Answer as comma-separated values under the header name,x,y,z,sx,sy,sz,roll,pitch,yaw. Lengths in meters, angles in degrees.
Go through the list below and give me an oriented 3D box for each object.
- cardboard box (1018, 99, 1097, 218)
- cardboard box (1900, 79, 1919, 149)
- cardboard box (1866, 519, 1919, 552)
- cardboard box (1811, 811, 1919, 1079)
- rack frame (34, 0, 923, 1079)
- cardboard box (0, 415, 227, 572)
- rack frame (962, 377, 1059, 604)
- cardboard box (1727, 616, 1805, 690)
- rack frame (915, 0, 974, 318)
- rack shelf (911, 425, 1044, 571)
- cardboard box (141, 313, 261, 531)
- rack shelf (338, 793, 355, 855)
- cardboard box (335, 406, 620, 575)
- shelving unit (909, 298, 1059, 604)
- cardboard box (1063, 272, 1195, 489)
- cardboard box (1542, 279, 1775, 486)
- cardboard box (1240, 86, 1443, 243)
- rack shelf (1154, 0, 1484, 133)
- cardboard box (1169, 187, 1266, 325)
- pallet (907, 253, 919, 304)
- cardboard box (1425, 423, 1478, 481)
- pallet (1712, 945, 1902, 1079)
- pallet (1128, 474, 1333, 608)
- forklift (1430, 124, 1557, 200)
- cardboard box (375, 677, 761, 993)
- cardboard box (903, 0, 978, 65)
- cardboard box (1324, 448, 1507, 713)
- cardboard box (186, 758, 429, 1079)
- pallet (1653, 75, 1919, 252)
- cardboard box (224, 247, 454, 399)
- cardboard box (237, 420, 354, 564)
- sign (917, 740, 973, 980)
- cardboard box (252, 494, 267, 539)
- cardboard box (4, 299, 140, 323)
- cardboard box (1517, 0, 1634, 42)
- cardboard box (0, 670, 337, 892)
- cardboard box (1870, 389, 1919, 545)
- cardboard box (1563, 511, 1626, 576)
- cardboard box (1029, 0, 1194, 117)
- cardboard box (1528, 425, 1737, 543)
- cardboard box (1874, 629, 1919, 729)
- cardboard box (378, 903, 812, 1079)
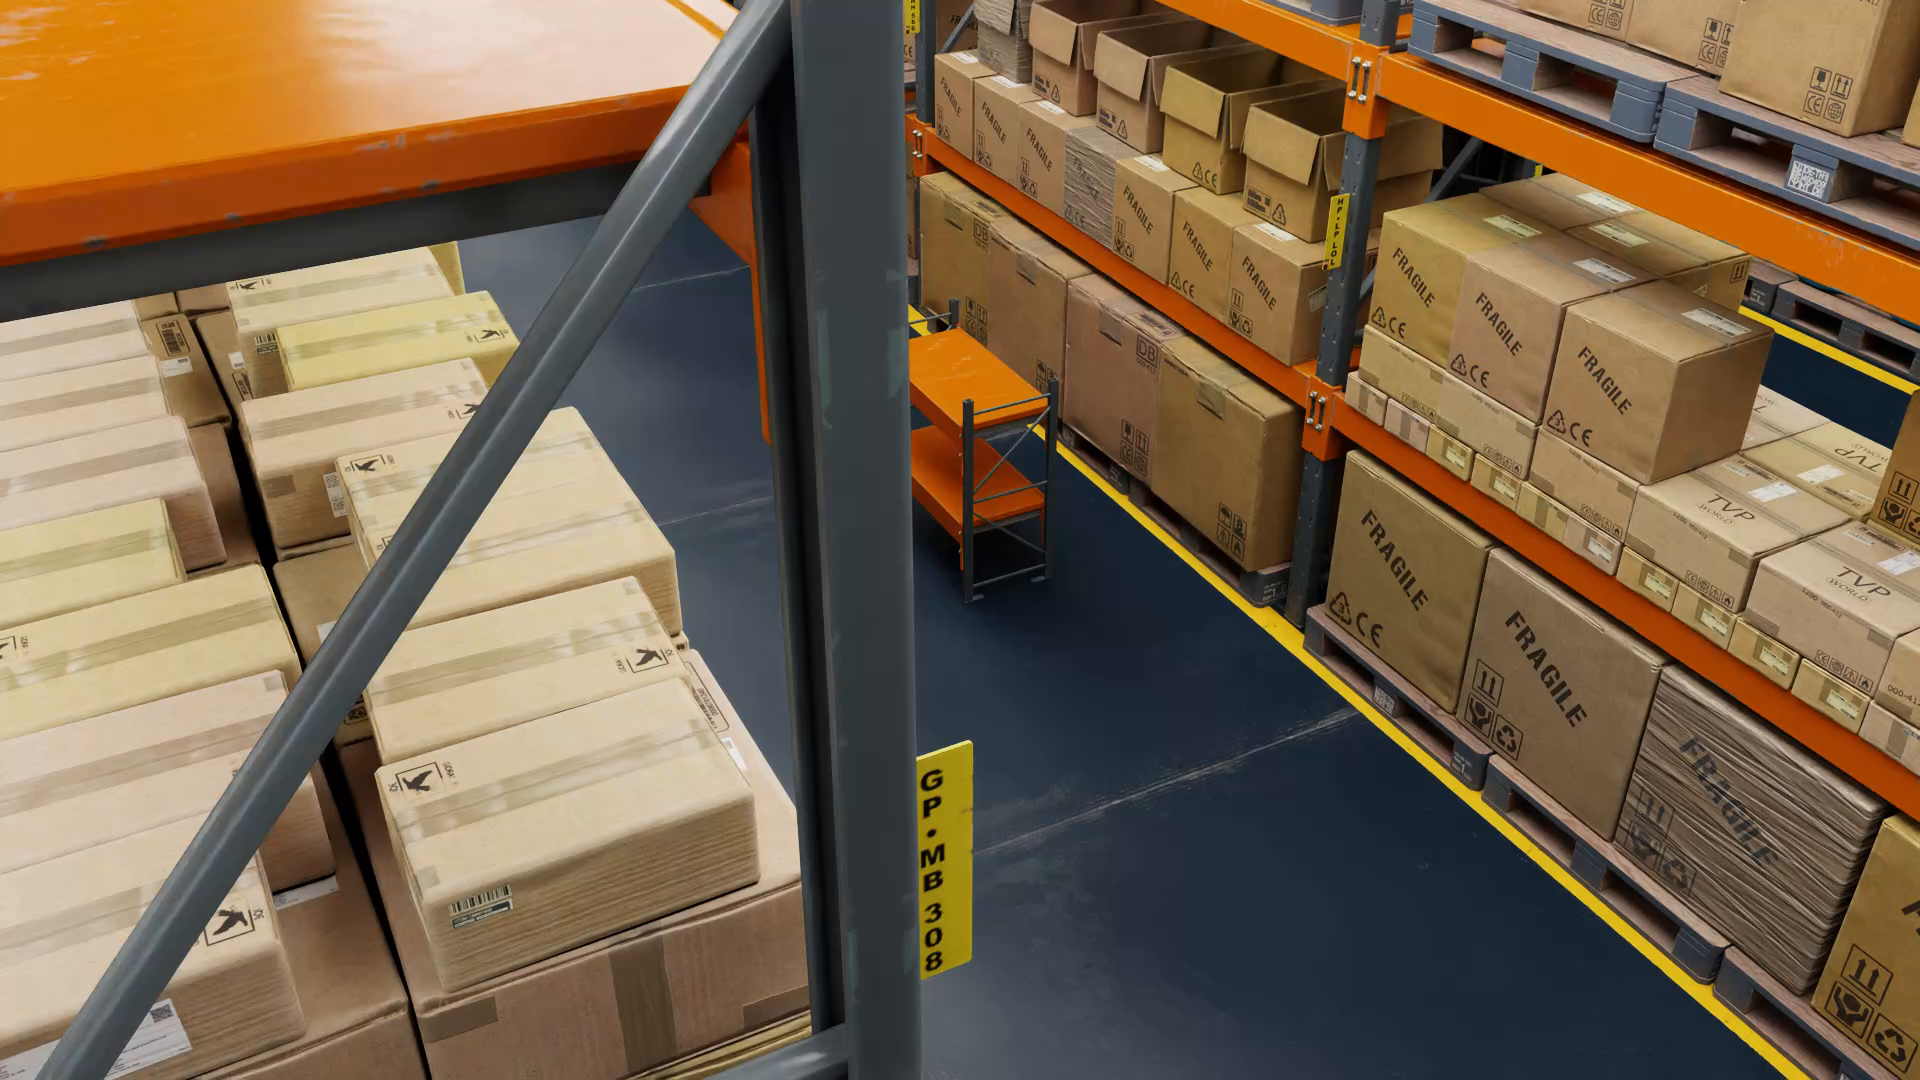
name,x,y,z,sx,sy,sz,roll,pitch,yaw
cardboard box,0.664,-2.142,9.220,0.500,0.500,0.500,-17,36,-24
cardboard box,3.194,-1.364,4.743,0.700,0.500,0.500,-18,37,-26
cardboard box,3.459,0.082,5.704,0.500,0.250,0.500,-17,36,-25
cardboard box,3.554,1.361,5.425,0.875,0.875,0.875,-16,36,-23
rack frame,-0.509,-0.399,1.031,0.949,2.616,0.053,-16,36,-23
cardboard box,-1.359,-0.035,2.549,0.380,0.149,0.250,-17,36,-24
rack frame,0.240,-0.228,8.063,0.500,1.125,0.032,-16,36,-23
cardboard box,2.867,0.336,5.677,0.380,0.149,0.250,-16,36,-23
rack frame,0.193,-2.889,10.479,1.000,3.000,0.127,-16,36,-23
rack shelf,0.003,-0.265,8.573,0.538,0.278,1.000,-16,36,-23
cardboard box,-1.652,-0.171,3.131,0.500,0.250,0.500,-18,37,-25
rack shelf,-1.444,0.213,3.523,1.077,0.370,4.000,-16,36,-23
cardboard box,-0.739,-0.053,2.577,0.380,0.149,0.250,-15,36,-22
shelving unit,0.003,-0.470,8.442,0.538,1.125,1.048,-16,36,-23
cardboard box,1.325,-0.989,9.094,1.225,0.875,0.875,-17,36,-25
cardboard box,2.525,-0.581,6.045,0.500,0.500,0.500,-17,36,-25
cardboard box,1.753,-1.748,7.675,0.797,0.503,0.637,-17,36,-24
rack shelf,1.126,-2.895,8.374,1.077,0.370,4.000,-16,36,-23
cardboard box,1.374,-1.415,8.085,0.500,0.500,0.500,-15,35,-22
pallet,-0.170,-2.088,11.814,1.003,0.211,1.213,-16,36,-23
cardboard box,2.148,-0.399,6.825,0.380,0.149,0.250,-15,35,-22
pallet,3.481,1.741,5.837,1.003,0.211,1.213,-16,36,-23
pallet,1.632,-0.156,8.797,1.003,0.211,1.213,-16,36,-23
forklift,3.464,-2.396,9.773,1.130,2.935,3.031,19,37,27
cardboard box,-0.461,0.338,1.968,0.380,0.149,0.250,-16,36,-24
cardboard box,-0.094,-3.356,10.726,0.500,0.500,0.500,-21,38,-29
cardboard box,2.295,0.072,7.437,0.875,0.875,0.875,-16,36,-23
cardboard box,-0.951,0.562,1.988,0.500,0.250,0.500,-17,36,-25
pallet,2.995,-1.232,5.193,1.003,0.211,1.213,-16,36,-23
cardboard box,-1.159,-0.411,3.136,0.380,0.149,0.250,-15,35,-22
cardboard box,-0.956,-0.050,2.943,0.500,0.250,0.500,-15,36,-23
sign,-0.032,0.360,1.816,0.100,0.325,0.005,-16,36,-23
cardboard box,-1.219,-0.095,3.476,0.500,0.250,0.500,-16,36,-23
cardboard box,-1.751,-0.399,3.117,0.380,0.149,0.250,-17,36,-25
cardboard box,2.476,-2.146,5.964,0.700,0.500,0.500,-18,37,-26
cardboard box,-0.974,0.328,1.983,0.380,0.149,0.250,-15,36,-22
cardboard box,3.458,-0.231,5.498,0.500,0.500,0.500,-17,36,-24
cardboard box,2.507,-0.031,6.251,0.380,0.149,0.250,-15,36,-23
cardboard box,0.821,-2.689,9.144,0.797,0.503,0.637,-15,36,-22
cardboard box,2.520,-0.268,6.251,0.500,0.250,0.500,-15,36,-22
cardboard box,3.227,0.460,5.115,0.500,0.250,0.500,-17,36,-24
cardboard box,-0.495,0.649,2.314,0.500,0.250,0.500,-15,35,-21
